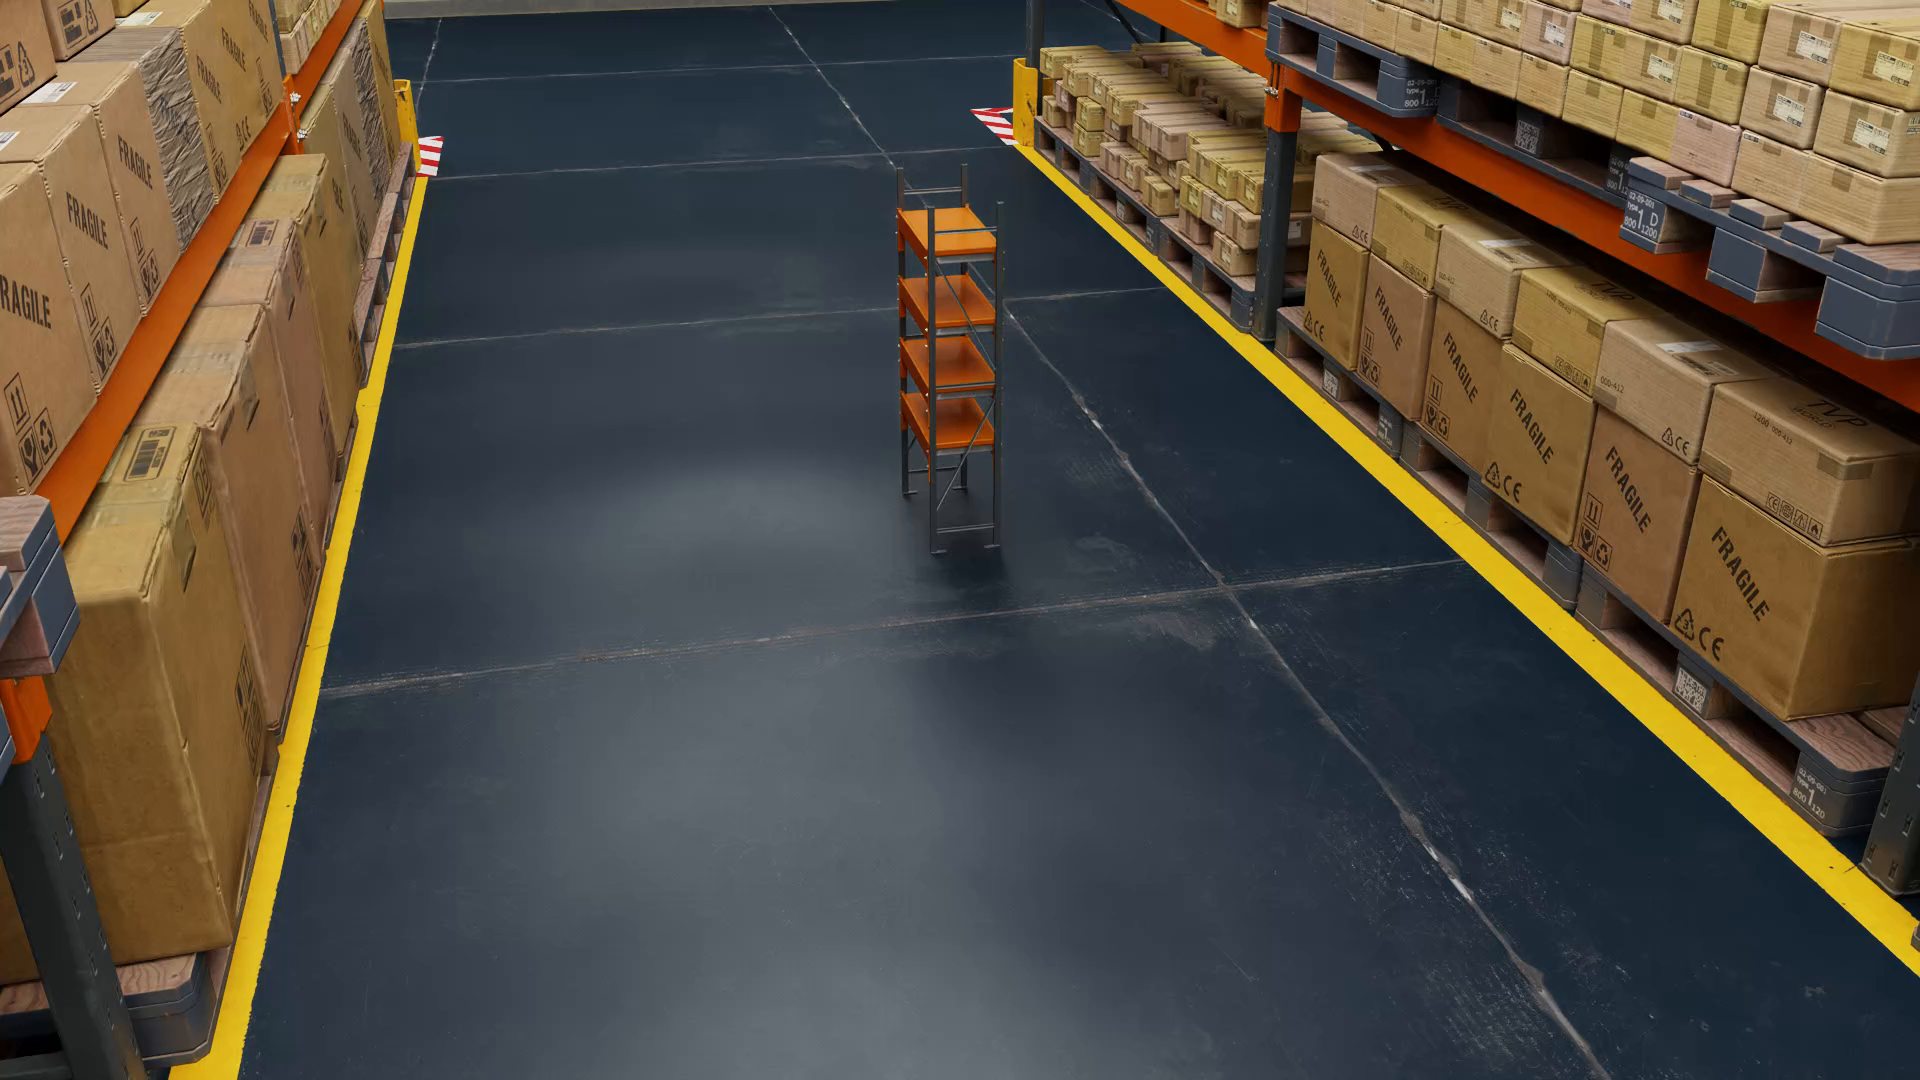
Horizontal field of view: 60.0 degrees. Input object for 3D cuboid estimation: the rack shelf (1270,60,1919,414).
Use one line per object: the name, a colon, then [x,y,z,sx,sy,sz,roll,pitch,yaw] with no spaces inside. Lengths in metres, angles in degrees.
rack shelf: [2.281,-1.103,5.405,1.077,0.370,4.000,-6,27,-12]

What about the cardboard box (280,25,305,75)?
cardboard box: [-2.768,-1.894,6.453,0.380,0.149,0.250,-6,27,-11]

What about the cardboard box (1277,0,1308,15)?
cardboard box: [1.471,-2.158,6.509,0.380,0.149,0.250,-7,28,-14]

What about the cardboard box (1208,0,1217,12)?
cardboard box: [1.371,-2.517,7.687,0.380,0.149,0.250,-5,27,-10]

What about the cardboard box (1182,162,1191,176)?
cardboard box: [1.338,-1.809,8.373,0.380,0.149,0.250,-6,27,-11]

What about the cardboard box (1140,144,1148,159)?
cardboard box: [1.202,-2.160,9.069,0.380,0.149,0.250,-5,27,-9]

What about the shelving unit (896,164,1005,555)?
shelving unit: [-0.037,-0.608,5.624,0.258,1.200,0.503,-6,27,-12]

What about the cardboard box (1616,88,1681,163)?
cardboard box: [2.007,-1.123,4.459,0.380,0.149,0.250,-6,27,-12]

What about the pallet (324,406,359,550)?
pallet: [-2.778,-0.267,6.044,1.003,0.211,1.213,-6,27,-12]

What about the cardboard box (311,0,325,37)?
cardboard box: [-2.948,-2.240,7.139,0.380,0.149,0.250,-7,28,-13]

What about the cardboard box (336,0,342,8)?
cardboard box: [-3.121,-2.578,7.808,0.380,0.149,0.250,-7,28,-13]

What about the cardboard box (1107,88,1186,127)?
cardboard box: [1.032,-2.398,9.210,0.380,0.149,0.250,-6,27,-11]

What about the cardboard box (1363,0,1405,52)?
cardboard box: [1.647,-1.816,5.832,0.380,0.149,0.250,-6,27,-11]

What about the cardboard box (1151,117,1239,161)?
cardboard box: [1.203,-2.060,8.540,0.380,0.149,0.250,-7,28,-14]

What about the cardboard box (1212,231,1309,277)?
cardboard box: [1.410,-1.354,7.802,0.380,0.149,0.250,-6,27,-11]

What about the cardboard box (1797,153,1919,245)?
cardboard box: [2.173,-0.791,3.802,0.380,0.149,0.250,-5,27,-11]

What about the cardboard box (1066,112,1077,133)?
cardboard box: [0.874,-2.604,10.278,0.380,0.149,0.250,-6,27,-12]

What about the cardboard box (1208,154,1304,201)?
cardboard box: [1.400,-1.720,7.867,0.380,0.149,0.250,-6,27,-11]

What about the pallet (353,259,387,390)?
pallet: [-3.120,-0.940,7.378,1.003,0.211,1.213,-6,27,-12]

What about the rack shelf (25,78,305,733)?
rack shelf: [-2.574,-0.644,4.495,1.077,0.370,4.000,-6,27,-12]

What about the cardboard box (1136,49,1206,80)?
cardboard box: [1.295,-2.916,10.235,0.380,0.149,0.250,-5,27,-11]

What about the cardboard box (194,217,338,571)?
cardboard box: [-2.659,-0.411,5.127,1.225,0.875,0.875,-7,28,-13]

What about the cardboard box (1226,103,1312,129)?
cardboard box: [1.644,-2.231,8.879,0.380,0.149,0.250,-7,28,-14]

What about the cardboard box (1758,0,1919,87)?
cardboard box: [2.120,-1.166,3.884,0.380,0.149,0.250,-6,27,-12]

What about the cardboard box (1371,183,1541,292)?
cardboard box: [1.862,-1.124,6.123,0.500,0.250,0.500,-5,27,-10]

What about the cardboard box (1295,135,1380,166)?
cardboard box: [1.845,-1.888,8.199,0.380,0.149,0.250,-6,27,-12]

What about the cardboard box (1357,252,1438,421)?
cardboard box: [1.859,-0.790,6.295,0.500,0.500,0.500,-5,27,-9]

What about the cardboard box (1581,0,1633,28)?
cardboard box: [1.949,-1.504,4.554,0.380,0.149,0.250,-6,27,-12]

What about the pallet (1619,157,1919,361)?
pallet: [2.467,-0.762,4.145,1.213,0.211,1.003,-6,27,-12]

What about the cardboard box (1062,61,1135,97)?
cardboard box: [0.827,-2.742,9.890,0.380,0.149,0.250,-6,27,-12]

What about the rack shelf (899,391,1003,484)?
rack shelf: [-0.037,-0.371,5.743,0.258,0.148,0.480,-6,27,-12]

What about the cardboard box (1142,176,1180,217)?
cardboard box: [1.176,-1.809,8.703,0.380,0.149,0.250,-6,27,-12]

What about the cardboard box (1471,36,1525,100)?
cardboard box: [1.824,-1.474,5.154,0.380,0.149,0.250,-7,28,-14]

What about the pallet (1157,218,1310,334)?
pallet: [1.644,-1.348,8.187,1.003,0.211,1.213,-6,27,-12]

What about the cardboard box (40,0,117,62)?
cardboard box: [-2.574,-1.482,4.133,0.797,0.503,0.637,-5,27,-10]

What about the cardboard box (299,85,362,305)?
cardboard box: [-3.096,-1.380,7.046,0.875,0.875,0.875,-6,27,-12]

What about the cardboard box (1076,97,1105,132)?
cardboard box: [0.897,-2.502,9.745,0.380,0.149,0.250,-5,27,-10]

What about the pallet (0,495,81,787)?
pallet: [-1.859,0.301,2.038,1.213,0.211,1.003,-6,27,-12]

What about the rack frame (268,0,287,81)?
rack frame: [-3.025,-1.843,6.072,1.000,3.000,0.127,-6,27,-12]

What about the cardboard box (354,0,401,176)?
cardboard box: [-3.704,-2.565,9.395,0.875,0.875,0.875,-6,27,-12]

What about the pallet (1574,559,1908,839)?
pallet: [2.557,0.356,4.811,1.003,0.211,1.213,-6,27,-12]

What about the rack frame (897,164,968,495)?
rack frame: [-0.092,-0.715,5.836,0.240,1.200,0.015,-6,27,-12]

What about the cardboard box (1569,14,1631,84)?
cardboard box: [1.943,-1.376,4.631,0.380,0.149,0.250,-6,27,-12]

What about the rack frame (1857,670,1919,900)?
rack frame: [2.731,-0.546,3.503,1.000,3.000,0.127,-6,27,-12]

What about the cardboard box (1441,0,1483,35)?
cardboard box: [1.771,-1.715,5.302,0.380,0.149,0.250,-6,27,-12]

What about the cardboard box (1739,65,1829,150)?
cardboard box: [2.115,-1.042,3.968,0.380,0.149,0.250,-5,27,-10]

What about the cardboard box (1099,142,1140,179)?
cardboard box: [1.009,-2.152,9.382,0.380,0.149,0.250,-7,28,-14]

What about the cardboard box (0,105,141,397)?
cardboard box: [-2.087,-0.599,3.496,0.500,0.500,0.500,-7,28,-13]

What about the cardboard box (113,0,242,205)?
cardboard box: [-2.424,-1.263,4.813,0.500,0.500,0.500,-6,27,-12]

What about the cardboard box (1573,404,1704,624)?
cardboard box: [2.215,-0.108,4.944,0.500,0.500,0.500,-5,27,-10]

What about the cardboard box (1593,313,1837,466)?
cardboard box: [2.197,-0.447,4.782,0.500,0.250,0.500,-6,27,-11]

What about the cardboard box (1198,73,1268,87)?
cardboard box: [1.589,-2.582,9.575,0.380,0.149,0.250,-5,27,-10]

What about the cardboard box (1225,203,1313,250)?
cardboard box: [1.449,-1.456,7.673,0.380,0.149,0.250,-5,27,-11]
